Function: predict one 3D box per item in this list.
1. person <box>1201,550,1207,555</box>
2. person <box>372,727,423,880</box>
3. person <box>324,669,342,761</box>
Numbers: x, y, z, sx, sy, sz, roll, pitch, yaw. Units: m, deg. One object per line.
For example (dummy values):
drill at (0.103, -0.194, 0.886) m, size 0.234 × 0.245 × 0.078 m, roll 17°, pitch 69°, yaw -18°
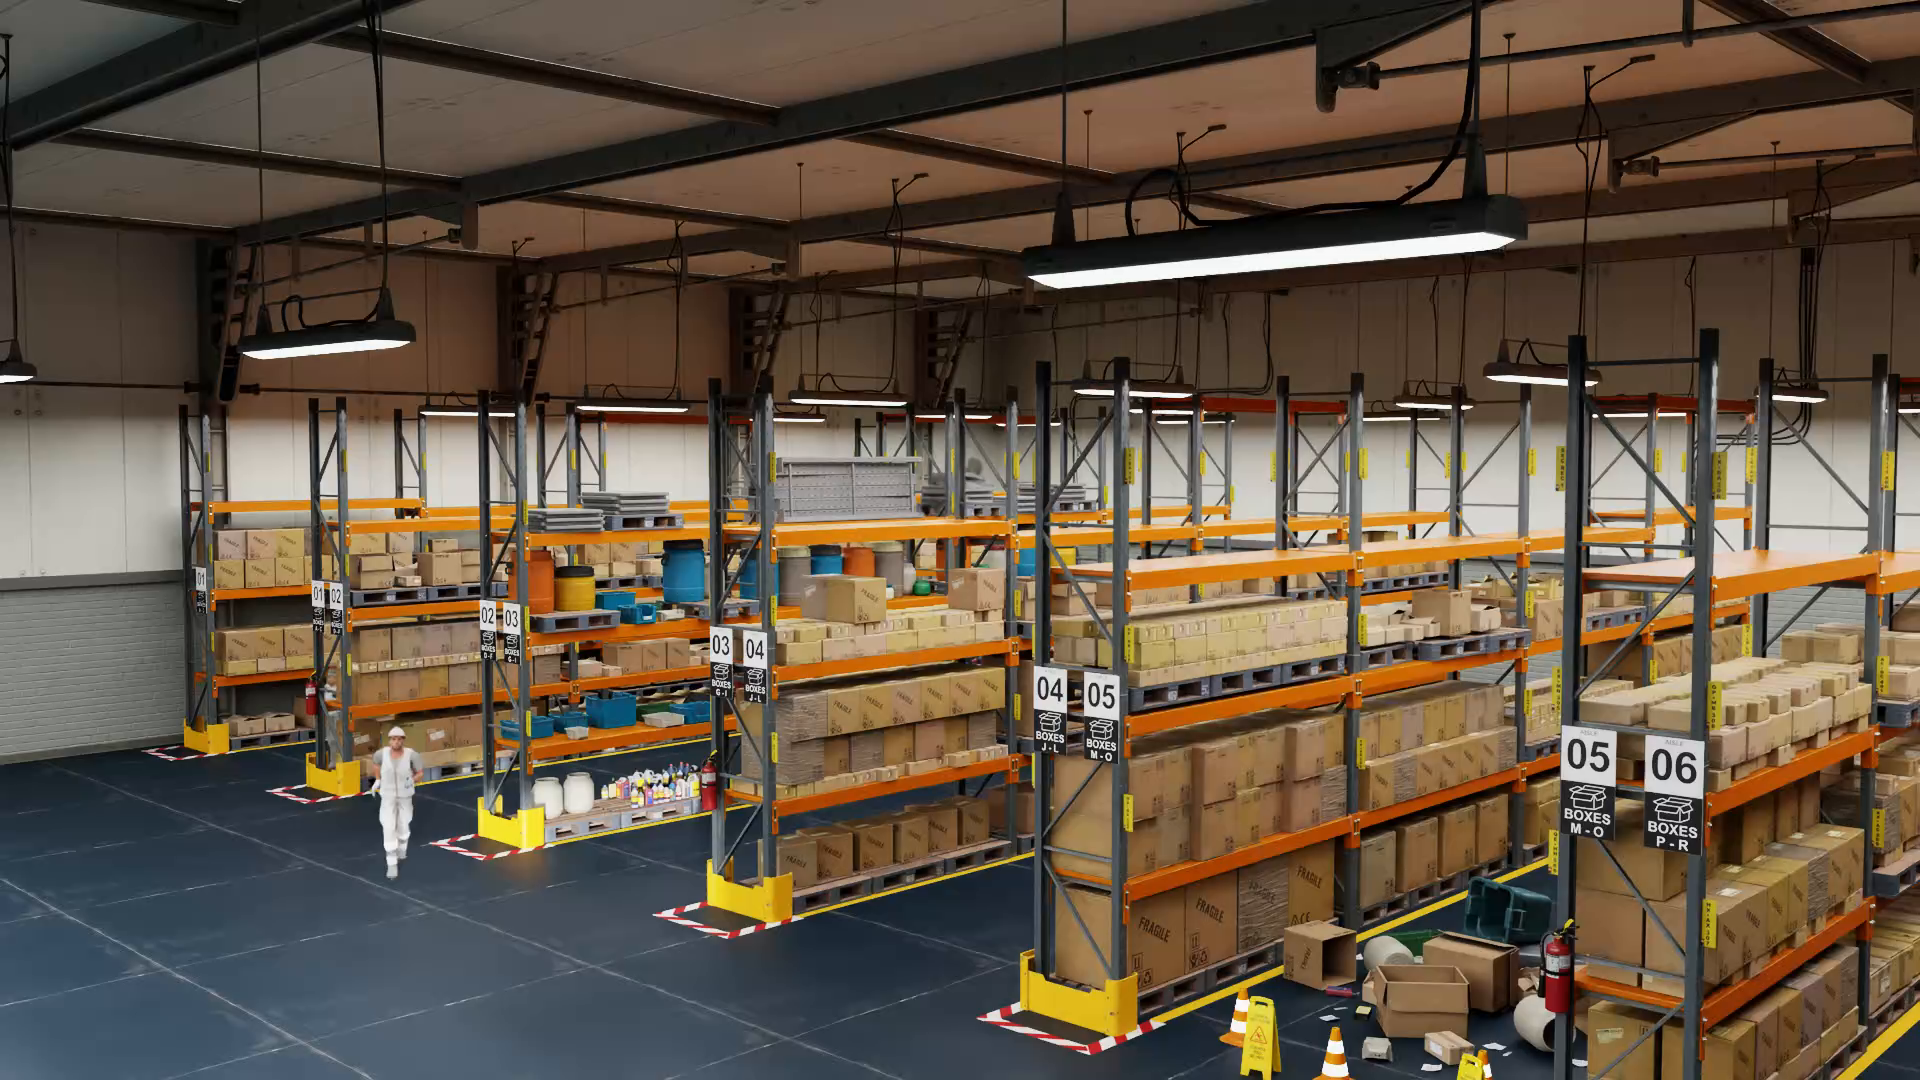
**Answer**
person at (9.137, 1.975, 30.468) m, size 7.151 × 3.202 × 8.826 m, roll -1°, pitch 3°, yaw -12°
person at (-2.622, 2.954, 25.061) m, size 11.864 × 1.815 × 6.372 m, roll -1°, pitch 3°, yaw -20°
person at (-10.273, 2.877, 27.409) m, size 0.648 × 1.567 × 0.493 m, roll 1°, pitch 3°, yaw 24°
